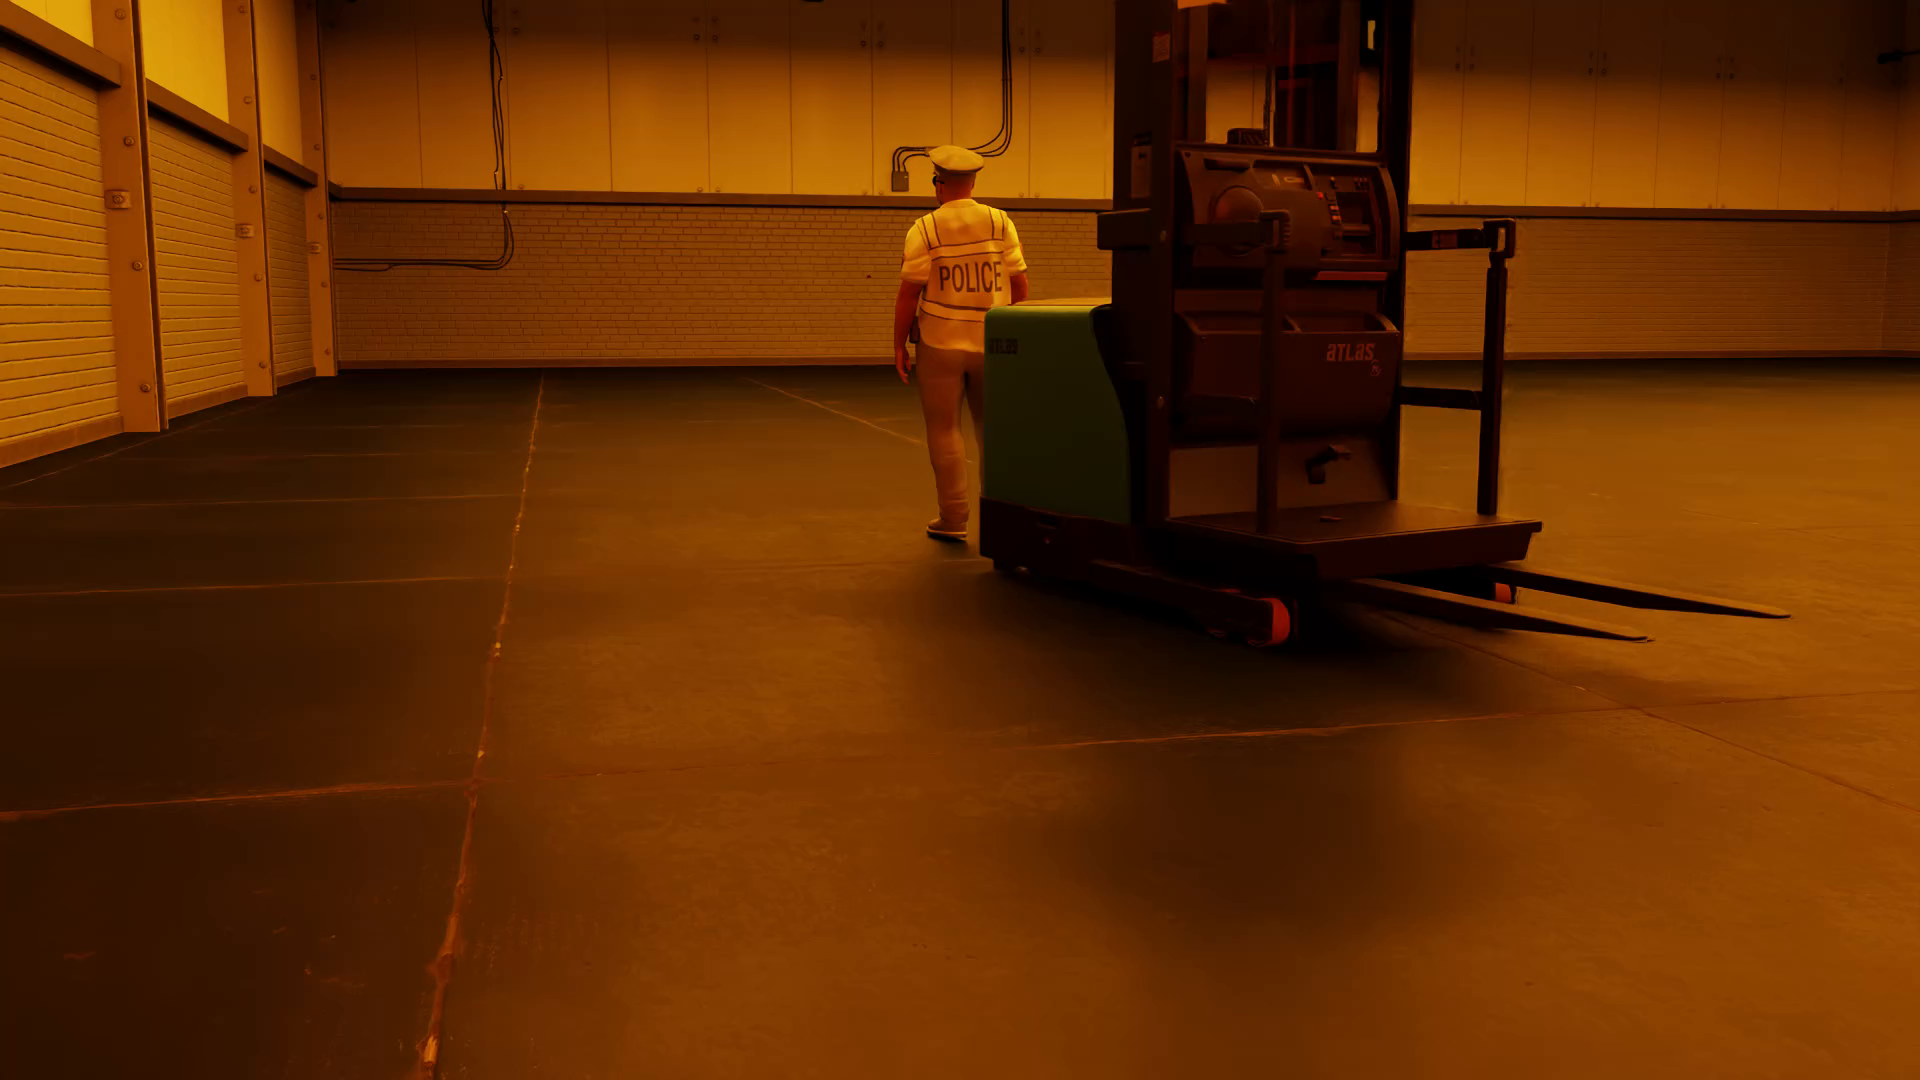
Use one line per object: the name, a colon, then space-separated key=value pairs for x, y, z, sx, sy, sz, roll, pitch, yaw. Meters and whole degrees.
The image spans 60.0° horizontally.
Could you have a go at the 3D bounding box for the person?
person: x=-0.006 y=-0.900 z=7.660 sx=0.640 sy=1.781 sz=0.575 roll=-2 pitch=8 yaw=-13

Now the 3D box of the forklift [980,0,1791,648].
forklift: x=1.258 y=-1.181 z=5.571 sx=1.130 sy=2.935 sz=3.031 roll=-5 pitch=9 yaw=-30
